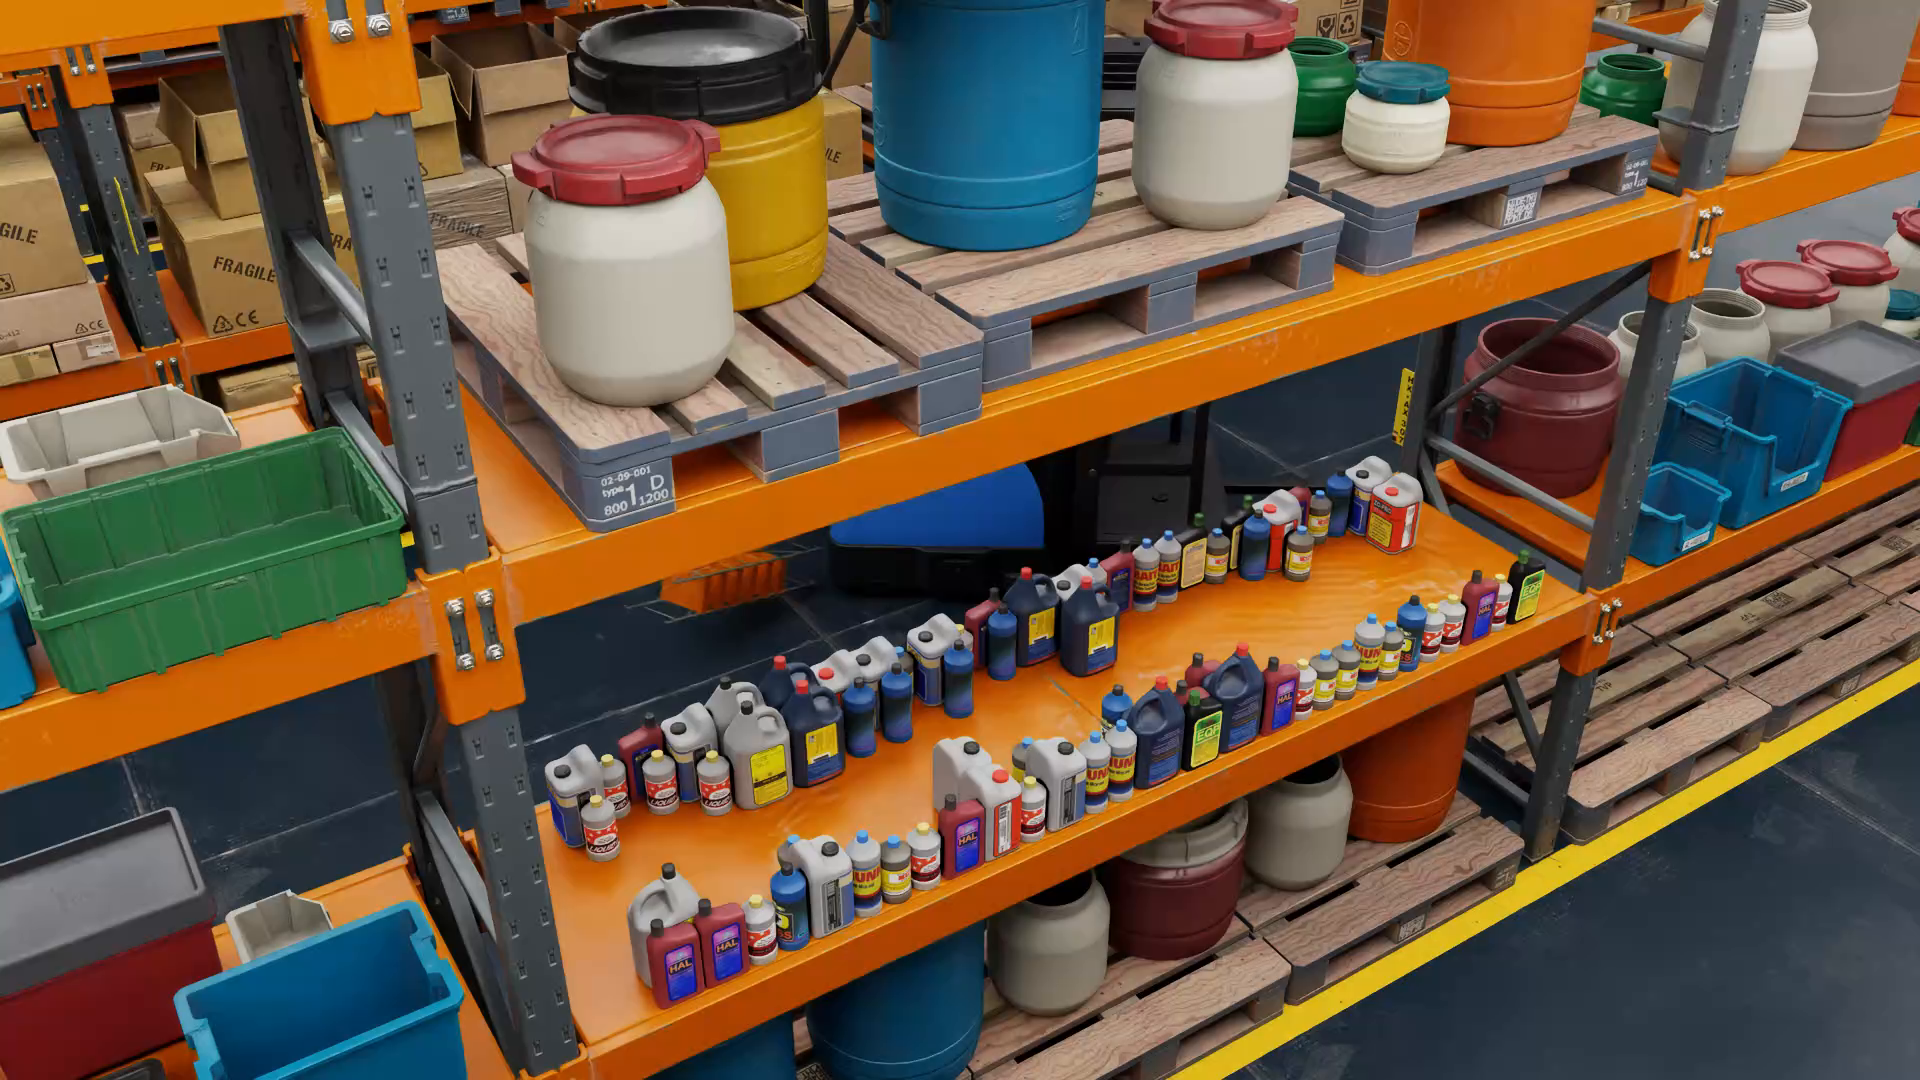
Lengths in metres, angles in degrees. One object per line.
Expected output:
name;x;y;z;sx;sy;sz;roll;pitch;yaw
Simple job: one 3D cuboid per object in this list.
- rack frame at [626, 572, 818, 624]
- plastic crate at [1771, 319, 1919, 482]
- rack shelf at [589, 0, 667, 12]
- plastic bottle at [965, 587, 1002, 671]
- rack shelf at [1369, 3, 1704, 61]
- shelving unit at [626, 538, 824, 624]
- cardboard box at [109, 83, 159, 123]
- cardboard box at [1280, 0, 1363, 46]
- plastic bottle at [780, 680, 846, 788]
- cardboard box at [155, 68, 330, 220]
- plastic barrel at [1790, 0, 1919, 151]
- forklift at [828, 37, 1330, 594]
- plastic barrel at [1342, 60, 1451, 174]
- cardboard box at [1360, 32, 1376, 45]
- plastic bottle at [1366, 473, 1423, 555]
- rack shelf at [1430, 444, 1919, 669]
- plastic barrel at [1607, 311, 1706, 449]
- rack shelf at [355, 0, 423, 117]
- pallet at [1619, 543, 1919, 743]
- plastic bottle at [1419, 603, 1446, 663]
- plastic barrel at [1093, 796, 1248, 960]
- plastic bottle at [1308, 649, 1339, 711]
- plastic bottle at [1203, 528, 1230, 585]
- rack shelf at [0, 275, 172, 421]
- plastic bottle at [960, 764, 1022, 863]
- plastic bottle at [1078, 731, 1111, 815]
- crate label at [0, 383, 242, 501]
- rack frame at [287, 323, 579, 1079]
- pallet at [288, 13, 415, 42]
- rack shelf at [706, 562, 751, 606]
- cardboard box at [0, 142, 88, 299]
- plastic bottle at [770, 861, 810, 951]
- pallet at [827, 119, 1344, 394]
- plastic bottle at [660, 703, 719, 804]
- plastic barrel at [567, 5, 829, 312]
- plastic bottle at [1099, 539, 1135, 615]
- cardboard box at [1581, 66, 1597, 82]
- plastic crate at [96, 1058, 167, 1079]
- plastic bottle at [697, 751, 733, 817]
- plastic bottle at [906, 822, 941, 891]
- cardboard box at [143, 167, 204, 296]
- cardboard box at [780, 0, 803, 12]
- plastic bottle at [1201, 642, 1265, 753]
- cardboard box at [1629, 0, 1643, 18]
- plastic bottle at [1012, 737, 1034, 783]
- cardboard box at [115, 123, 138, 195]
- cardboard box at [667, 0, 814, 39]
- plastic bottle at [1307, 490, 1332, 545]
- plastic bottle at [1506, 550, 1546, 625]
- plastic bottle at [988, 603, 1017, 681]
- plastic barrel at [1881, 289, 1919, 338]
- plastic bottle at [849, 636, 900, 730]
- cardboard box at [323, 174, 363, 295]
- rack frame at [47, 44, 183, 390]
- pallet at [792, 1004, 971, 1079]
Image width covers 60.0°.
rack frame;-1.107;0.261;7.921;0.240;0.006;1.200;18;15;26
plastic crate;3.604;-0.563;6.771;0.583;0.464;0.402;-19;37;-27
rack shelf;-1.525;-4.954;14.467;4.000;0.370;1.077;-19;37;-27
plastic bottle;0.083;0.296;5.578;0.133;0.283;0.061;-19;37;-27
rack shelf;4.440;-3.857;12.727;4.000;0.370;1.077;-19;37;-27
shelving unit;-1.091;0.173;7.899;0.258;0.189;1.200;18;15;26
cardboard box;-6.079;-3.290;12.401;0.500;0.250;0.500;-20;37;-29
cardboard box;2.015;-3.848;11.082;1.000;1.000;1.000;-19;37;-27
plastic bottle;-0.453;0.570;5.081;0.185;0.351;0.144;-19;37;-27
cardboard box;-3.433;-1.926;7.957;0.637;0.503;0.797;-20;37;-28
plastic barrel;2.888;-1.827;5.553;0.600;0.901;0.600;0;32;0
forklift;0.874;-1.205;7.913;3.031;2.935;1.130;1;32;1
plastic barrel;1.258;-1.218;4.794;0.301;0.262;0.301;0;32;0
cardboard box;2.780;-3.671;11.993;0.250;0.149;0.380;-19;37;-27
plastic bottle;1.624;-0.105;6.221;0.135;0.276;0.152;-19;37;-27
rack shelf;3.761;-0.480;7.373;4.000;0.370;1.077;-19;37;-27
plastic barrel;2.829;-0.646;6.858;0.421;0.512;0.421;0;32;0
rack shelf;0.399;-1.692;4.047;4.000;0.370;1.077;-19;37;-27
pallet;3.777;0.416;7.892;1.213;0.211;1.003;-19;37;-27
plastic bottle;1.589;0.306;5.639;0.097;0.201;0.097;0;32;0
plastic barrel;0.729;1.112;6.042;0.708;0.588;0.600;-19;37;-27
plastic bottle;1.180;0.447;5.416;0.097;0.201;0.097;0;32;0
plastic bottle;0.928;0.052;6.043;0.097;0.201;0.097;0;32;0
rack shelf;-5.646;-0.388;7.228;4.000;0.370;1.077;-19;37;-27
plastic bottle;0.092;0.772;4.831;0.135;0.276;0.152;-19;37;-27
plastic bottle;0.399;0.686;4.972;0.097;0.271;0.097;0;32;0
crate label;-1.850;-0.195;3.683;0.466;0.136;0.293;-19;37;-27
rack frame;-1.282;0.950;4.432;0.127;3.000;1.000;-19;37;-27
pallet;-4.847;-4.009;12.473;1.213;0.211;1.003;-19;37;-27
rack shelf;-1.127;0.183;7.834;0.258;0.180;0.103;18;15;26
cardboard box;-4.207;-1.397;7.313;0.500;0.500;0.500;-18;36;-26
plastic bottle;-0.461;0.982;4.503;0.097;0.271;0.097;0;32;0
pallet;0.276;-0.838;4.633;1.213;0.211;1.003;-19;37;-27
plastic bottle;-0.819;0.638;5.043;0.135;0.276;0.152;-19;37;-27
plastic barrel;-0.625;-0.930;4.032;0.600;0.588;0.600;0;32;0
plastic bottle;0.545;0.137;5.831;0.133;0.283;0.061;-19;37;-27
cardboard box;5.103;-3.499;13.434;0.500;0.500;0.500;-10;33;-15
plastic crate;-2.077;1.485;3.785;0.590;0.125;0.437;-19;37;-27
plastic bottle;-0.735;0.720;4.983;0.097;0.201;0.097;0;32;0
plastic bottle;-0.103;0.888;4.717;0.097;0.201;0.097;0;32;0
cardboard box;-3.720;-1.571;8.335;0.500;0.500;0.500;-19;37;-27
cardboard box;-1.912;-4.296;14.465;0.750;0.750;1.050;-18;37;-27
plastic bottle;0.854;0.481;5.222;0.185;0.351;0.144;-19;37;-27
cardboard box;4.951;-4.090;12.657;0.250;0.149;0.380;-19;37;-27
plastic bottle;0.204;0.686;5.037;0.097;0.201;0.097;0;32;0
cardboard box;-6.082;-2.971;12.598;0.500;0.500;0.500;-20;37;-28
cardboard box;-1.227;-2.689;9.168;0.637;0.503;0.797;-18;36;-26
plastic bottle;1.347;-0.092;6.271;0.097;0.201;0.097;0;32;0
plastic bottle;1.971;0.152;5.807;0.133;0.283;0.061;-19;37;-27
plastic bottle;0.141;0.331;5.534;0.097;0.271;0.097;0;32;0
plastic barrel;4.247;-0.990;7.637;0.301;0.262;0.301;0;32;0
plastic bottle;-0.282;0.454;5.336;0.135;0.276;0.152;-19;37;-27
cardboard box;-3.021;-1.480;8.190;0.500;0.500;0.500;-19;37;-27
rack frame;-3.965;-1.271;7.953;0.127;3.000;1.000;-19;37;-27
pallet;-0.611;1.925;5.500;1.213;0.211;1.003;-19;37;-27
